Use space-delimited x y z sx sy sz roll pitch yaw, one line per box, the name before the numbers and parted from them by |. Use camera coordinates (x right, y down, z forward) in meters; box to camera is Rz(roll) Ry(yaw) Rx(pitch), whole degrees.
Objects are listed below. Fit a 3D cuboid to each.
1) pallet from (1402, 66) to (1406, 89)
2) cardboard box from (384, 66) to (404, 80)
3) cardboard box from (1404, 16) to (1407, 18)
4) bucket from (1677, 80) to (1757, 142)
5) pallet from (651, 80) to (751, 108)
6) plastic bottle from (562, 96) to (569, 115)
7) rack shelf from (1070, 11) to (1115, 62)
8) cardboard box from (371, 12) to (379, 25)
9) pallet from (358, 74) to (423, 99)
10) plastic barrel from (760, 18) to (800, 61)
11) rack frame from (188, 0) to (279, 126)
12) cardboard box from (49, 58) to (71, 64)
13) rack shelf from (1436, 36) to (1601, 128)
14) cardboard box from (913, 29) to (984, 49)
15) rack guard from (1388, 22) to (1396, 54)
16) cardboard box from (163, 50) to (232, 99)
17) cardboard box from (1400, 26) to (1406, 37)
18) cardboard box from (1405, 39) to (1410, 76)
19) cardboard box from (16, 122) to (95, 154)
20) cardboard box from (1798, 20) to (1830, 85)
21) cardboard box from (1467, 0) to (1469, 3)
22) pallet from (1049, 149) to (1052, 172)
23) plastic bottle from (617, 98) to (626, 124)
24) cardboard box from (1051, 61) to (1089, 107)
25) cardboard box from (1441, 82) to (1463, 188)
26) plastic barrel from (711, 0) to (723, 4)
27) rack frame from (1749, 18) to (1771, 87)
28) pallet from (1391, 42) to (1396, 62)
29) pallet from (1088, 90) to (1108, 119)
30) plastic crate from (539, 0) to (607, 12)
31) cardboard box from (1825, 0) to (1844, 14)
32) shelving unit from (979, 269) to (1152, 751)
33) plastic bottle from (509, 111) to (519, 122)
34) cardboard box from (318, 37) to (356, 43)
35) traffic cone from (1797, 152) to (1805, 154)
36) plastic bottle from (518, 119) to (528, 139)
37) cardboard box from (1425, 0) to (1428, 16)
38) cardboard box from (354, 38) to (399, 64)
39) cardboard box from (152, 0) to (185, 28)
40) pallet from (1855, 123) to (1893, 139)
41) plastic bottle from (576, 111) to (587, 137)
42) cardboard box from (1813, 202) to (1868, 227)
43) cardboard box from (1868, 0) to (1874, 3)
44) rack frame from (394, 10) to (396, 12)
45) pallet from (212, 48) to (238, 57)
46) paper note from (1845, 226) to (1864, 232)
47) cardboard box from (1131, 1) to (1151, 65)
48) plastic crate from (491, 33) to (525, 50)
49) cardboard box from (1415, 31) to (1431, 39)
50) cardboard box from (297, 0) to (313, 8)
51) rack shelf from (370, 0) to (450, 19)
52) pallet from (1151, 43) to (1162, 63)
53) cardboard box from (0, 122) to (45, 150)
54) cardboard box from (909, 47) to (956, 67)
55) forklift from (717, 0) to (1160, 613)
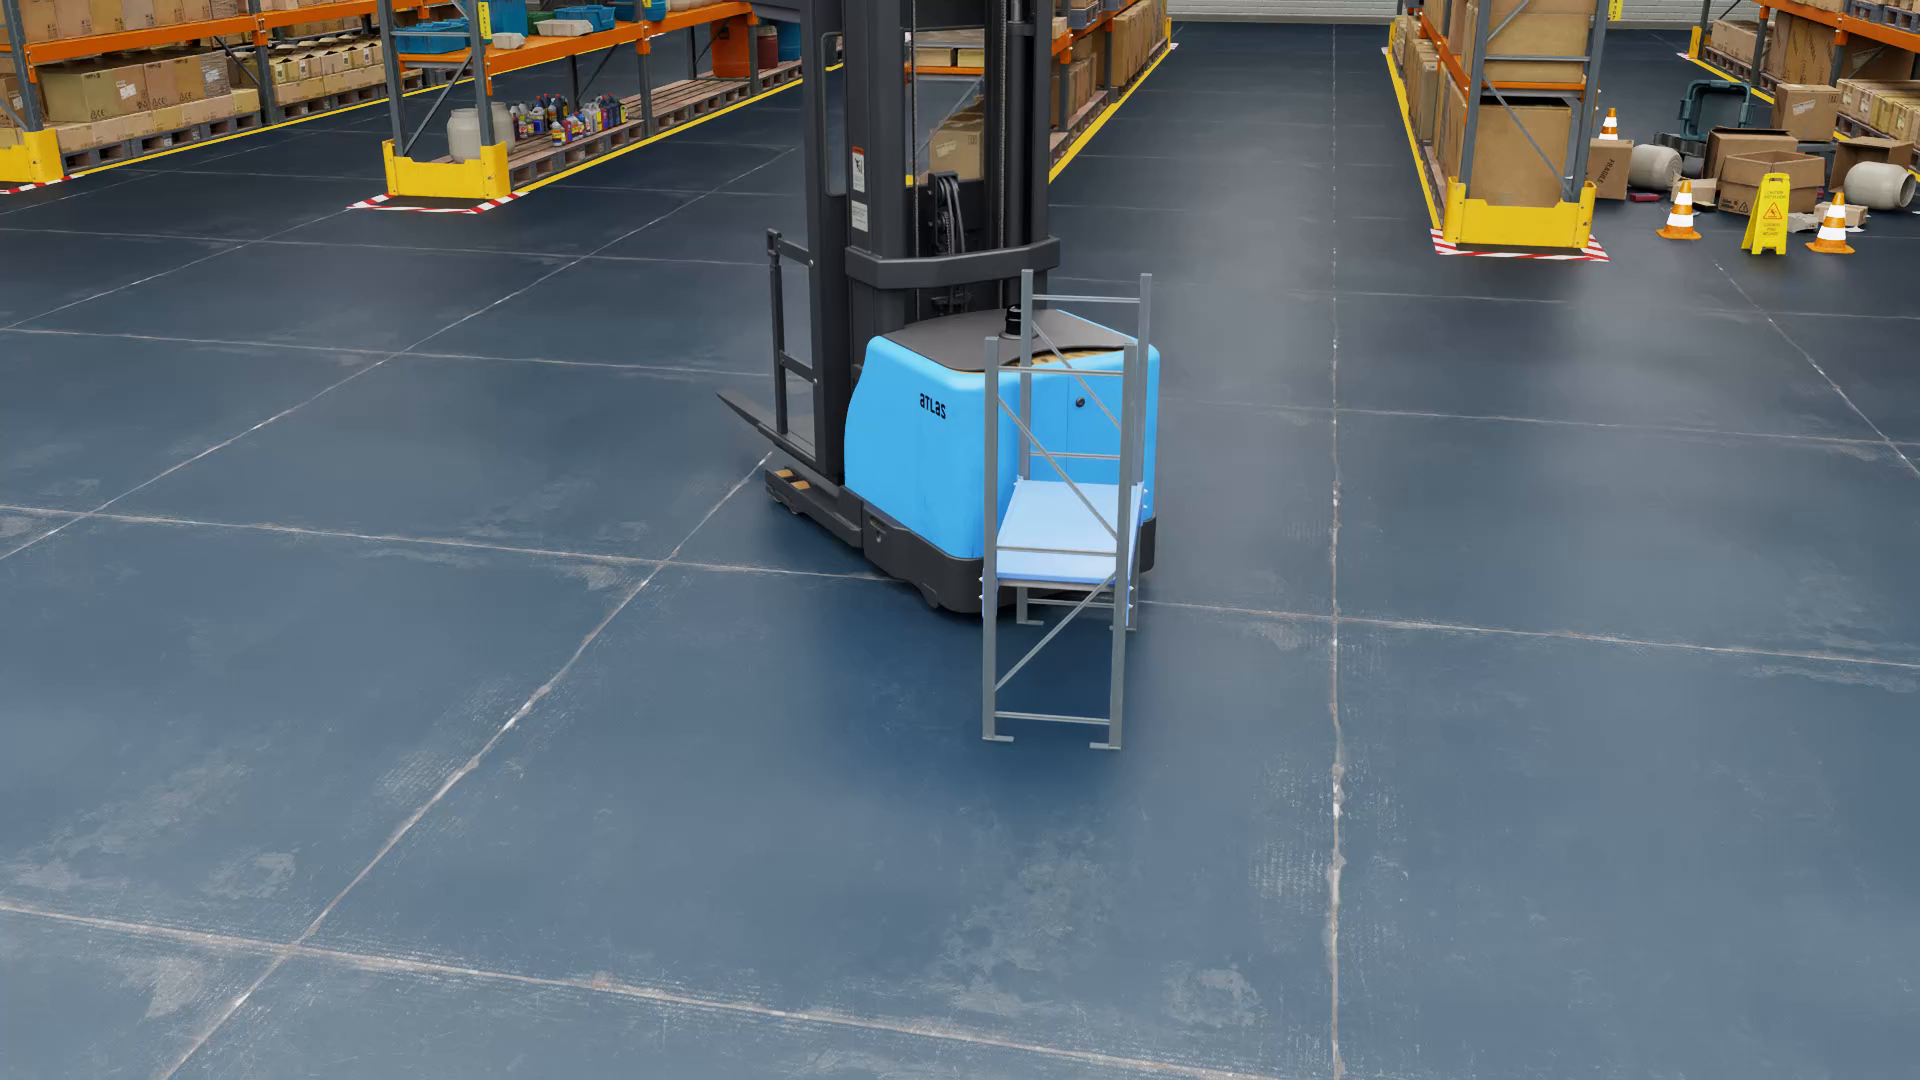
pallet | 7.021 -6.758 24.352 1.003 0.211 1.213 4 22 11
cardboard box | -8.140 -6.565 23.258 0.500 0.250 0.500 4 22 10
cardboard box | 7.617 -8.672 27.829 0.380 0.149 0.250 5 22 12
bucket | 7.775 -4.372 17.041 0.726 0.611 0.620 13 15 29
pallet | -3.517 -6.093 22.699 1.003 0.211 1.213 4 22 11
plastic bottle | -4.632 -5.059 19.463 0.097 0.271 0.097 0 22 0
rack shelf | 1.119 -6.224 20.255 1.077 0.370 4.000 4 22 11
cardboard box | -11.432 -10.119 31.748 0.700 0.500 0.500 4 22 11
pallet | -8.376 -6.454 23.596 1.003 0.211 1.213 4 22 11
plastic barrel | -2.777 -7.894 25.686 0.600 0.901 0.708 4 22 11
rack frame | -8.986 -6.583 20.183 1.000 3.000 0.127 4 22 11
cardboard box | -13.335 -7.019 24.025 0.700 0.500 0.500 4 22 11
rack shelf | 5.138 -4.346 15.592 1.077 0.370 4.000 4 22 11
cardboard box | 0.034 -4.747 15.092 0.875 0.500 0.500 4 22 11
rack guard | 7.979 -8.612 28.569 1.175 0.500 0.348 4 22 11
cardboard box | -8.980 -5.482 19.564 0.500 0.500 0.500 4 22 11
cardboard box | 7.148 -8.018 26.205 0.380 0.149 0.250 3 22 8
cardboard box | 6.662 -6.928 23.825 0.500 0.500 0.500 5 23 13
cardboard box | -9.475 -4.218 17.430 0.500 0.250 0.500 4 22 11
cardboard box | 11.637 -6.315 21.800 0.875 0.875 0.875 5 22 12
cardboard box | 5.157 -4.752 15.436 0.875 0.550 0.500 4 22 11
pallet | 0.362 -3.837 17.097 1.003 0.211 1.213 4 22 11
plastic bottle | -3.913 -4.947 19.168 0.061 0.283 0.133 6 23 14
cardboard box | 1.201 -5.675 20.687 0.700 0.500 0.500 6 23 15
cardboard box | 4.981 -3.732 15.388 0.875 0.875 0.875 4 22 10
plastic barrel | -3.322 -7.326 21.879 0.421 0.512 0.421 0 22 0
rack frame | 12.045 -7.996 23.693 1.000 3.000 0.127 4 22 11
pallet | 7.779 -8.184 27.892 1.003 0.211 1.213 4 22 11
pallet | 1.367 -5.710 21.748 1.003 0.211 1.213 4 22 11
plastic crate | -4.369 -5.993 18.802 0.767 0.338 0.504 4 22 11
cardboard box | 11.078 -6.669 20.597 0.500 0.250 0.500 4 22 9
shelving unit | 0.409 -0.146 6.208 0.538 1.500 1.048 3 22 8
plastic bottle | -4.902 -4.527 18.137 0.152 0.276 0.135 4 22 9
cardboard box | -8.663 -6.863 23.247 0.500 0.311 0.500 4 22 10
traffic cone | 9.295 -4.454 18.293 0.336 0.463 0.334 4 22 11
plastic bottle | -4.776 -4.490 18.144 0.097 0.201 0.097 0 22 0
cardboard box | 5.906 -6.590 20.069 0.500 0.500 0.500 4 22 10
cardboard box | -8.135 -6.824 23.150 0.500 0.311 0.500 4 22 10
cardboard box | -9.278 -6.090 18.825 0.700 0.500 0.500 5 22 12
pallet | 10.817 -4.509 18.768 1.003 0.211 1.213 4 22 11
plastic bottle | -4.147 -4.555 18.210 0.097 0.271 0.097 0 22 0
cardboard box | 7.886 -2.918 14.901 0.380 0.149 0.250 18 28 38
cardboard box | 10.789 -6.310 19.279 0.380 0.149 0.250 3 22 7
rack frame | -11.388 -11.347 32.014 1.000 3.000 0.127 4 22 11
pallet | -12.534 -7.856 27.076 1.003 0.211 1.213 4 22 11
paper note | 7.841 -2.728 14.586 0.148 0.019 0.142 -3 22 -8
cardboard box | 2.233 -7.725 25.302 1.225 0.875 0.875 5 22 11
plastic crate | -4.456 -4.921 16.410 0.298 0.136 0.250 4 22 11
cardboard box | 6.245 -6.527 21.825 0.500 0.250 0.500 4 22 10
cardboard box | -8.706 -7.101 21.337 0.500 0.500 0.500 6 23 15
rack shelf | -7.762 -8.443 25.766 1.077 0.370 4.000 4 22 11
pallet | 2.822 -8.178 27.877 1.003 0.211 1.213 4 22 11
cardboard box | -9.982 -4.258 17.529 0.500 0.250 0.500 4 22 11
cardboard box | -0.249 -4.367 15.017 0.380 0.149 0.250 4 22 11
forklift | -0.315 -1.561 7.807 1.130 2.935 3.031 -12 25 -28
